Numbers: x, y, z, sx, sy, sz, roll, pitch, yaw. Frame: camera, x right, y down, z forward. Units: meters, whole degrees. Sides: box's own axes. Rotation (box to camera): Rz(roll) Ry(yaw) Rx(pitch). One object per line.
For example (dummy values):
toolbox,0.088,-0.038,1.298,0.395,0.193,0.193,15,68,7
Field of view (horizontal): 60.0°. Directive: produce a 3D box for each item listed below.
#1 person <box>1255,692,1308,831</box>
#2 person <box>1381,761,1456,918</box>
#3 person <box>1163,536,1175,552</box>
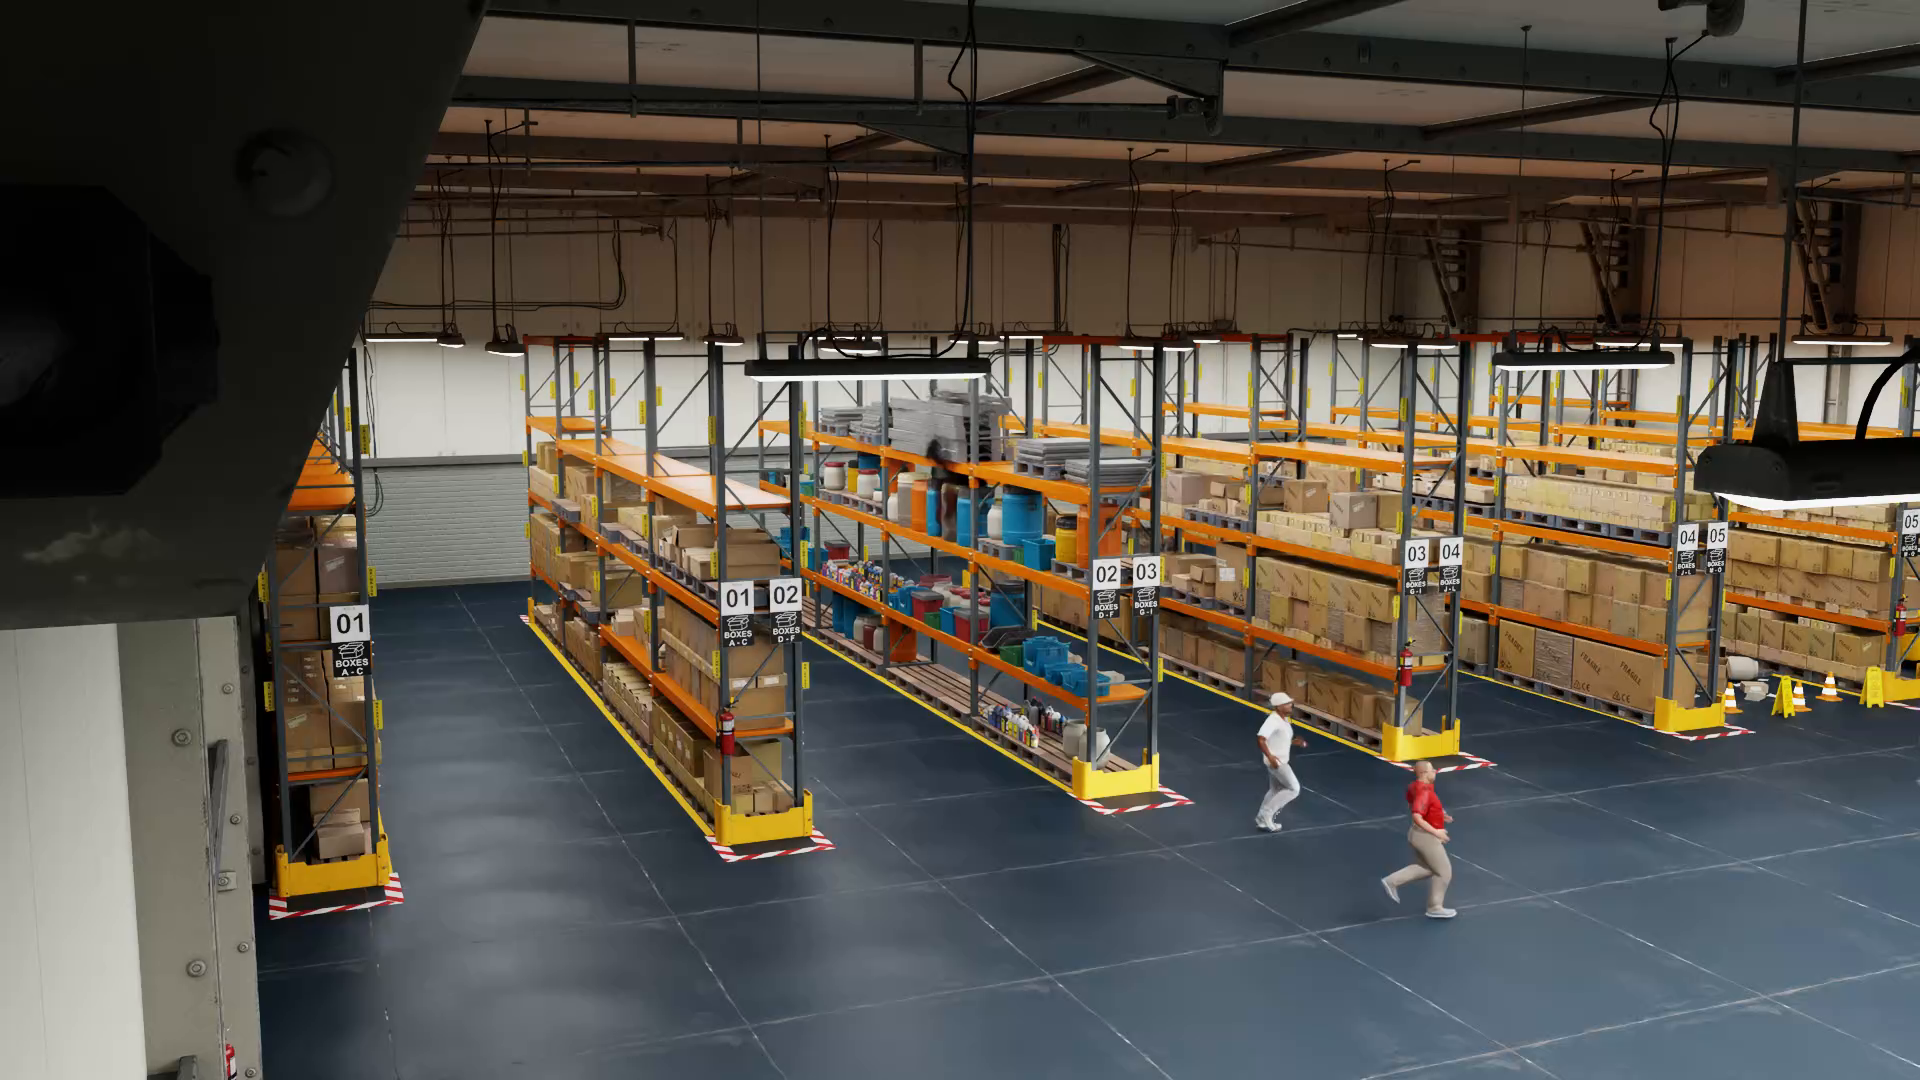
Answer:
person,3.989,2.735,20.596,0.614,1.729,0.676,2,8,11
person,4.904,3.163,17.621,0.758,1.682,0.672,0,8,3
person,5.339,-0.088,41.955,0.683,1.696,0.723,4,8,25
